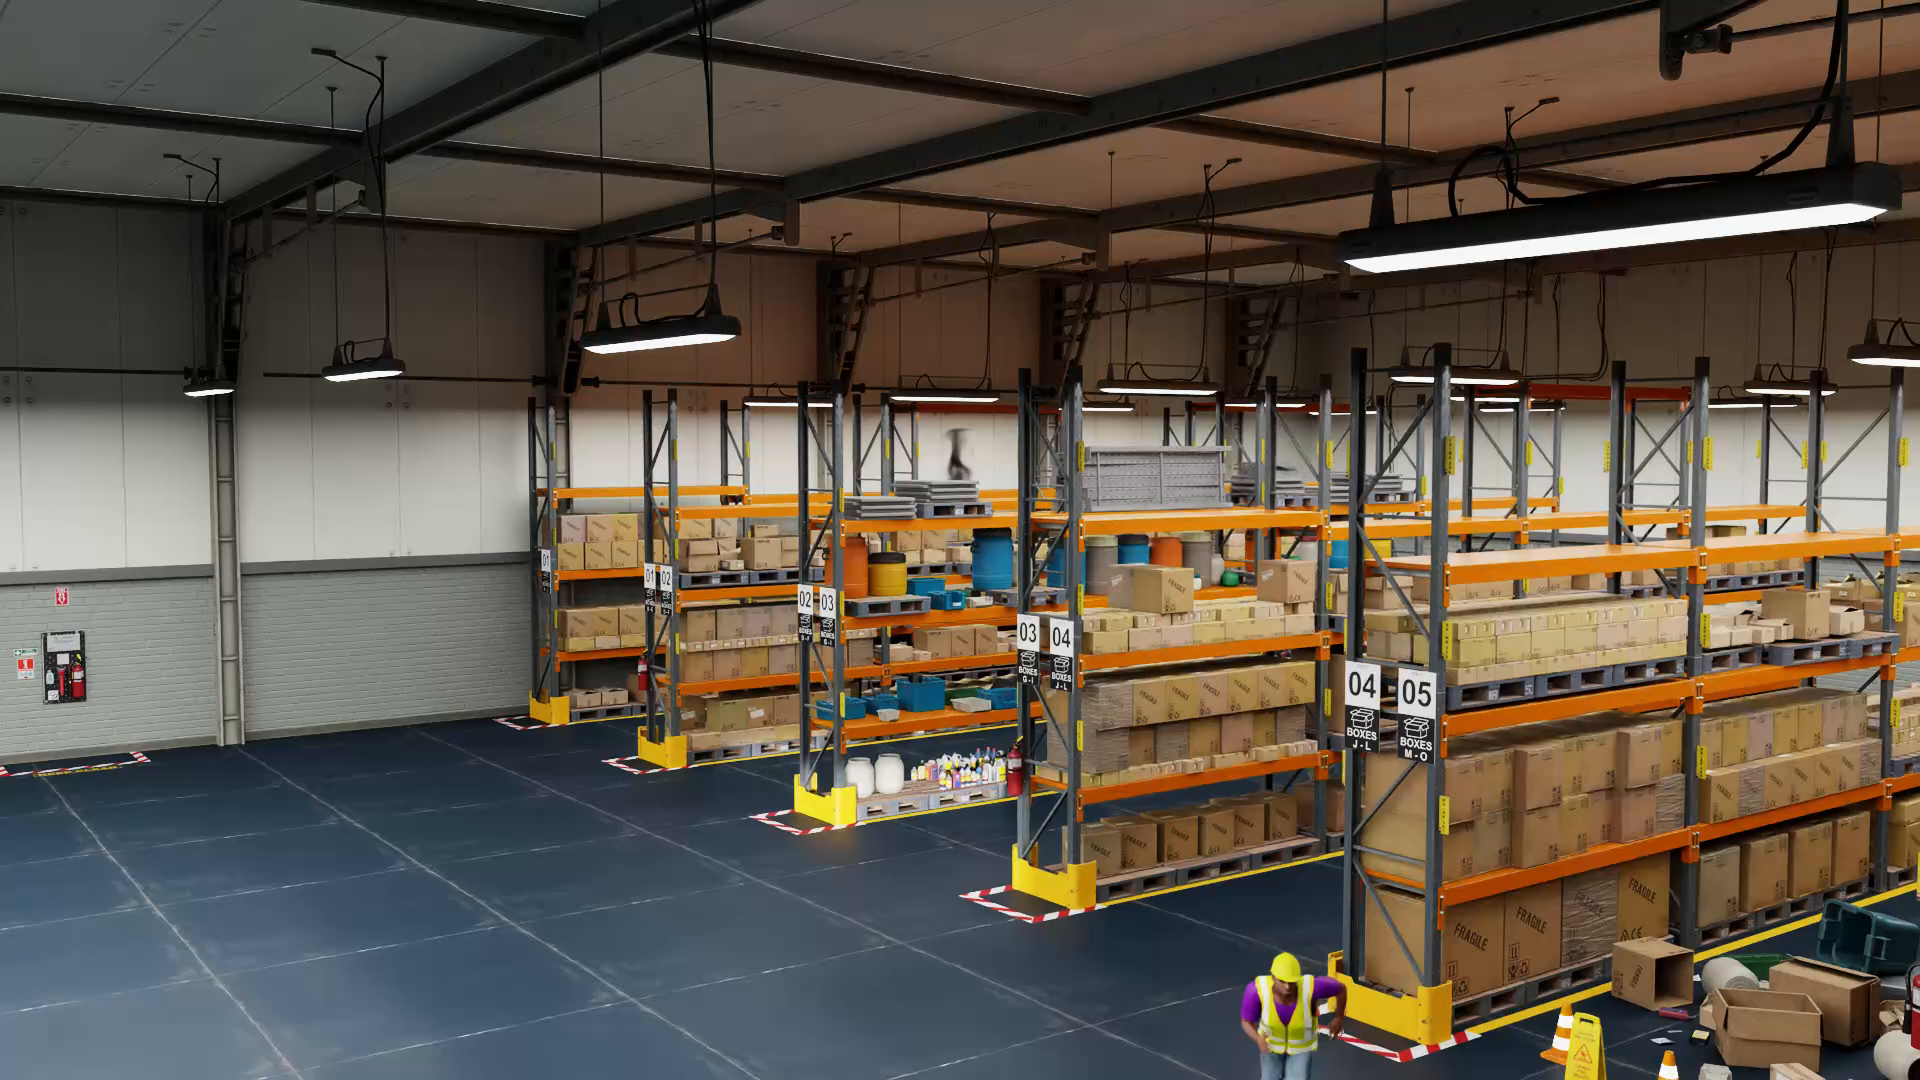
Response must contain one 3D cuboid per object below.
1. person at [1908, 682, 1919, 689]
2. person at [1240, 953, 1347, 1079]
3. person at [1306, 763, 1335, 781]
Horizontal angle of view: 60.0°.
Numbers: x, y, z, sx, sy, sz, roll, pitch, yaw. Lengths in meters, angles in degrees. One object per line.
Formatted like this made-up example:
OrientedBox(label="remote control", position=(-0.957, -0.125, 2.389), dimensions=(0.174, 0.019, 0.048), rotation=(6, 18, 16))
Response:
OrientedBox(label="person", position=(13.723, 2.894, 23.959), dimensions=(0.637, 1.690, 0.640), rotation=(-2, 4, -33))
OrientedBox(label="person", position=(2.372, 3.665, 11.865), dimensions=(0.726, 1.582, 0.863), rotation=(1, 3, 13))
OrientedBox(label="person", position=(5.304, 2.958, 24.592), dimensions=(0.664, 1.564, 0.568), rotation=(-3, 4, -39))
